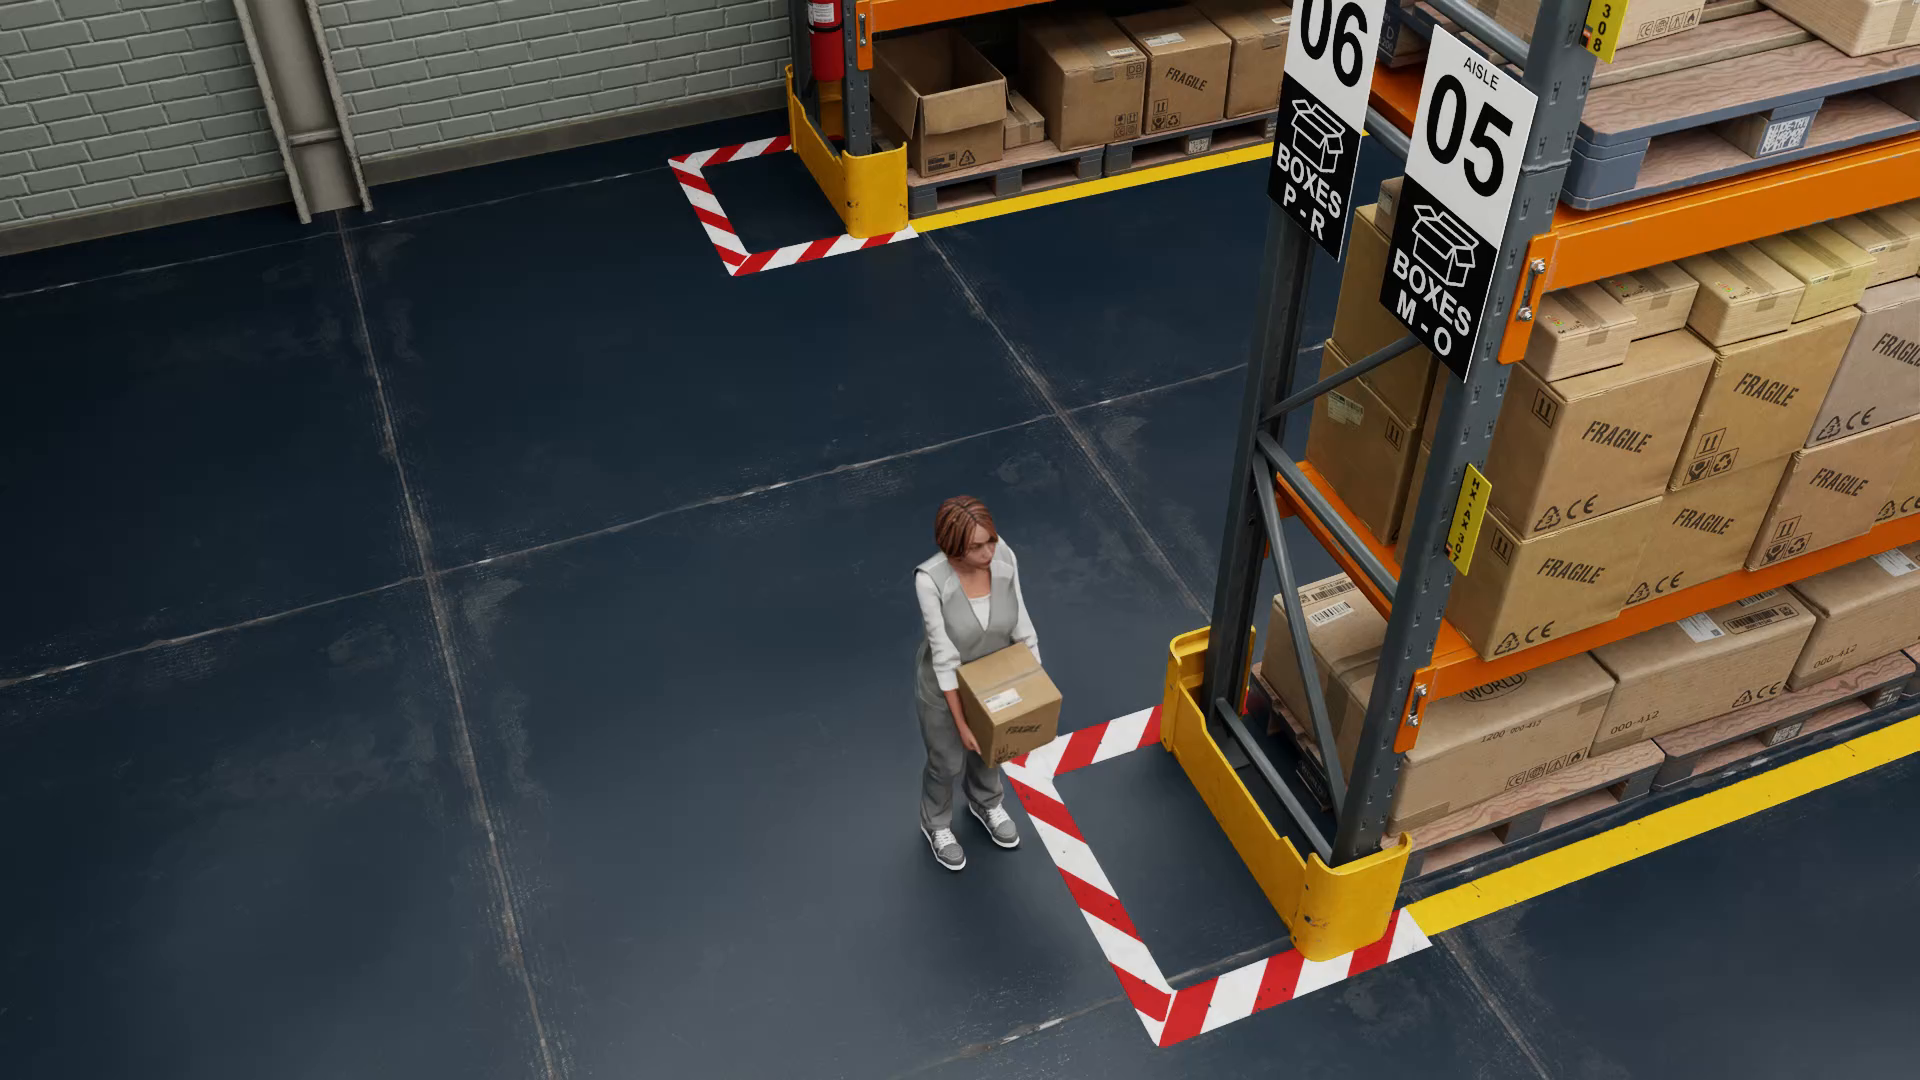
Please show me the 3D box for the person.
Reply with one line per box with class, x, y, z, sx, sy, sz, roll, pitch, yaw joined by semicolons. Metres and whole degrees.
person;0.067;0.536;5.583;0.375;1.599;0.500;-21;46;-21
